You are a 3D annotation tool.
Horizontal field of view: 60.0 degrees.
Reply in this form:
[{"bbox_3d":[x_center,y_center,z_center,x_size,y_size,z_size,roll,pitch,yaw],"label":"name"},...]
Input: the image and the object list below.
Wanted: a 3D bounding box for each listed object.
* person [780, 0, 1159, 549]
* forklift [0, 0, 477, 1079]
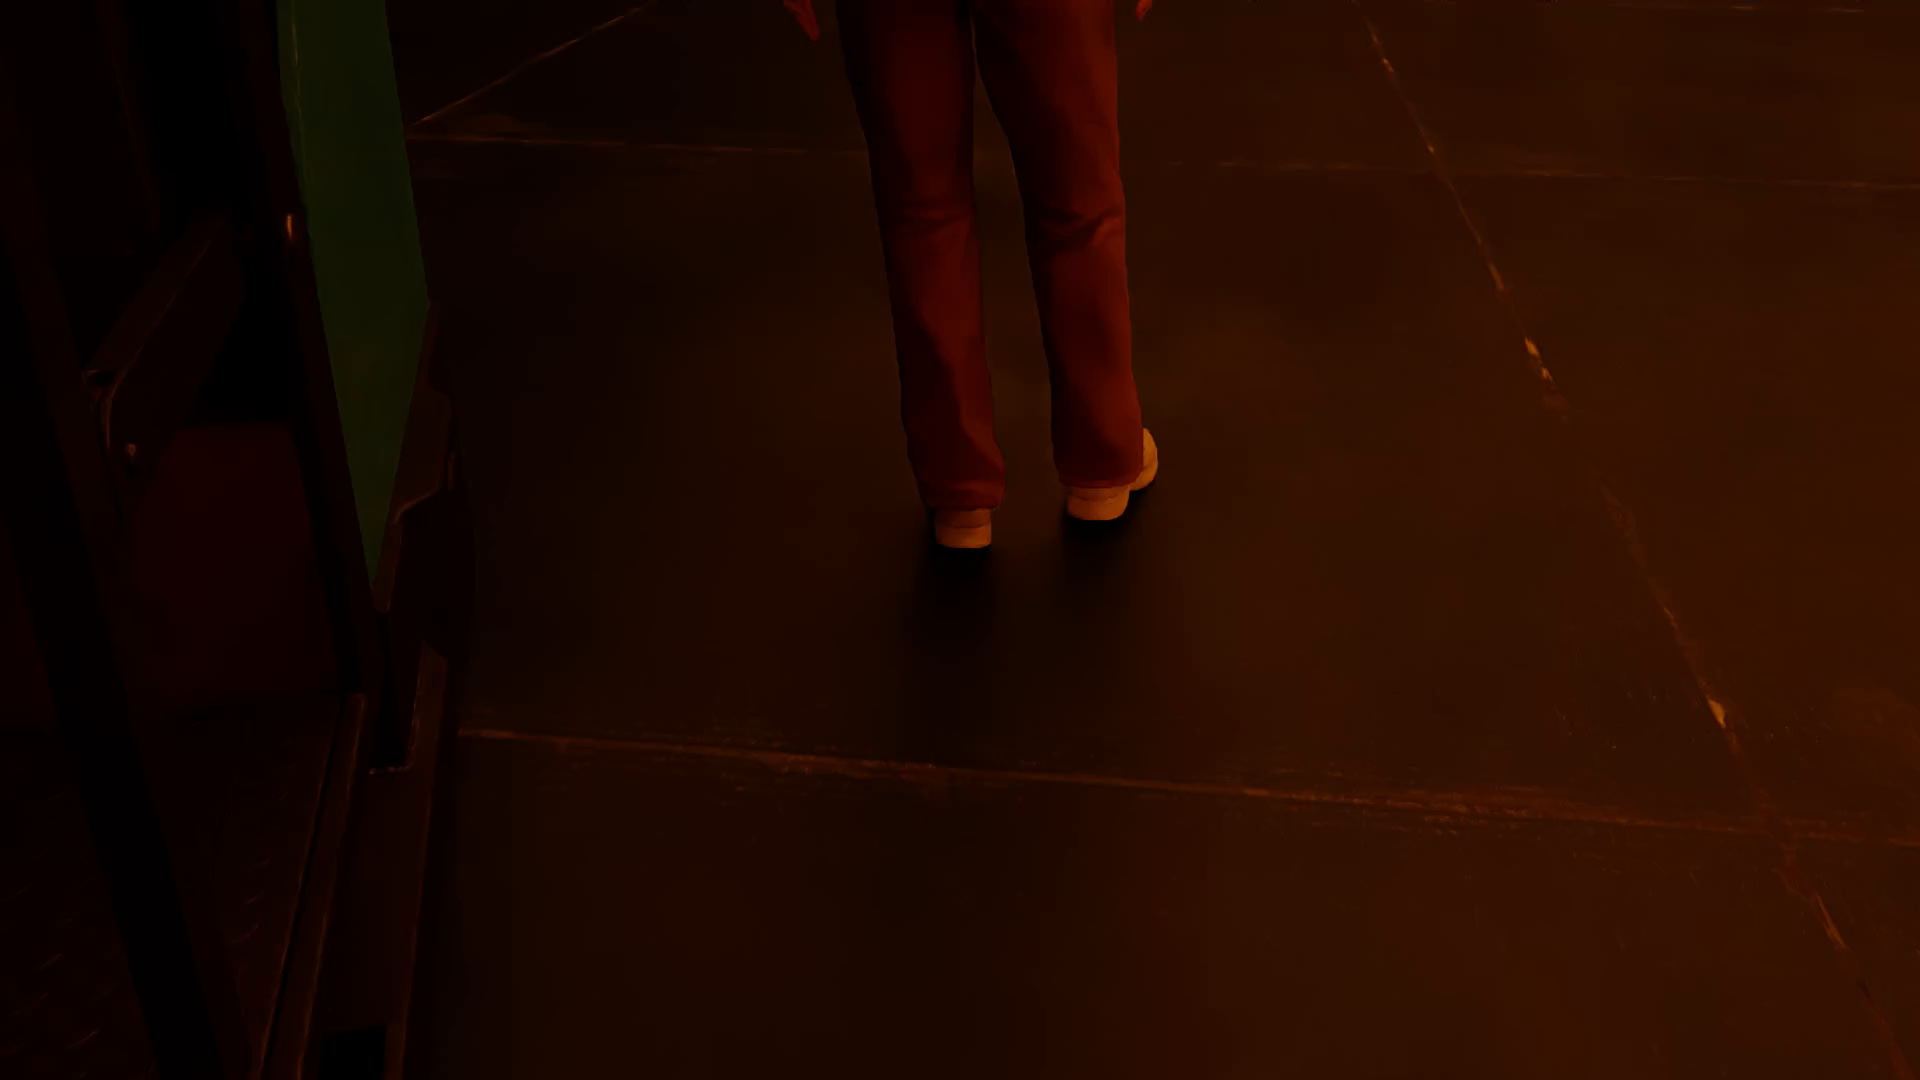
[{"bbox_3d":[0.021,-0.788,2.187,0.554,1.674,0.548,3,27,7],"label":"person"},{"bbox_3d":[-0.994,-0.719,0.657,1.130,2.935,3.031,-6,27,-11],"label":"forklift"}]
